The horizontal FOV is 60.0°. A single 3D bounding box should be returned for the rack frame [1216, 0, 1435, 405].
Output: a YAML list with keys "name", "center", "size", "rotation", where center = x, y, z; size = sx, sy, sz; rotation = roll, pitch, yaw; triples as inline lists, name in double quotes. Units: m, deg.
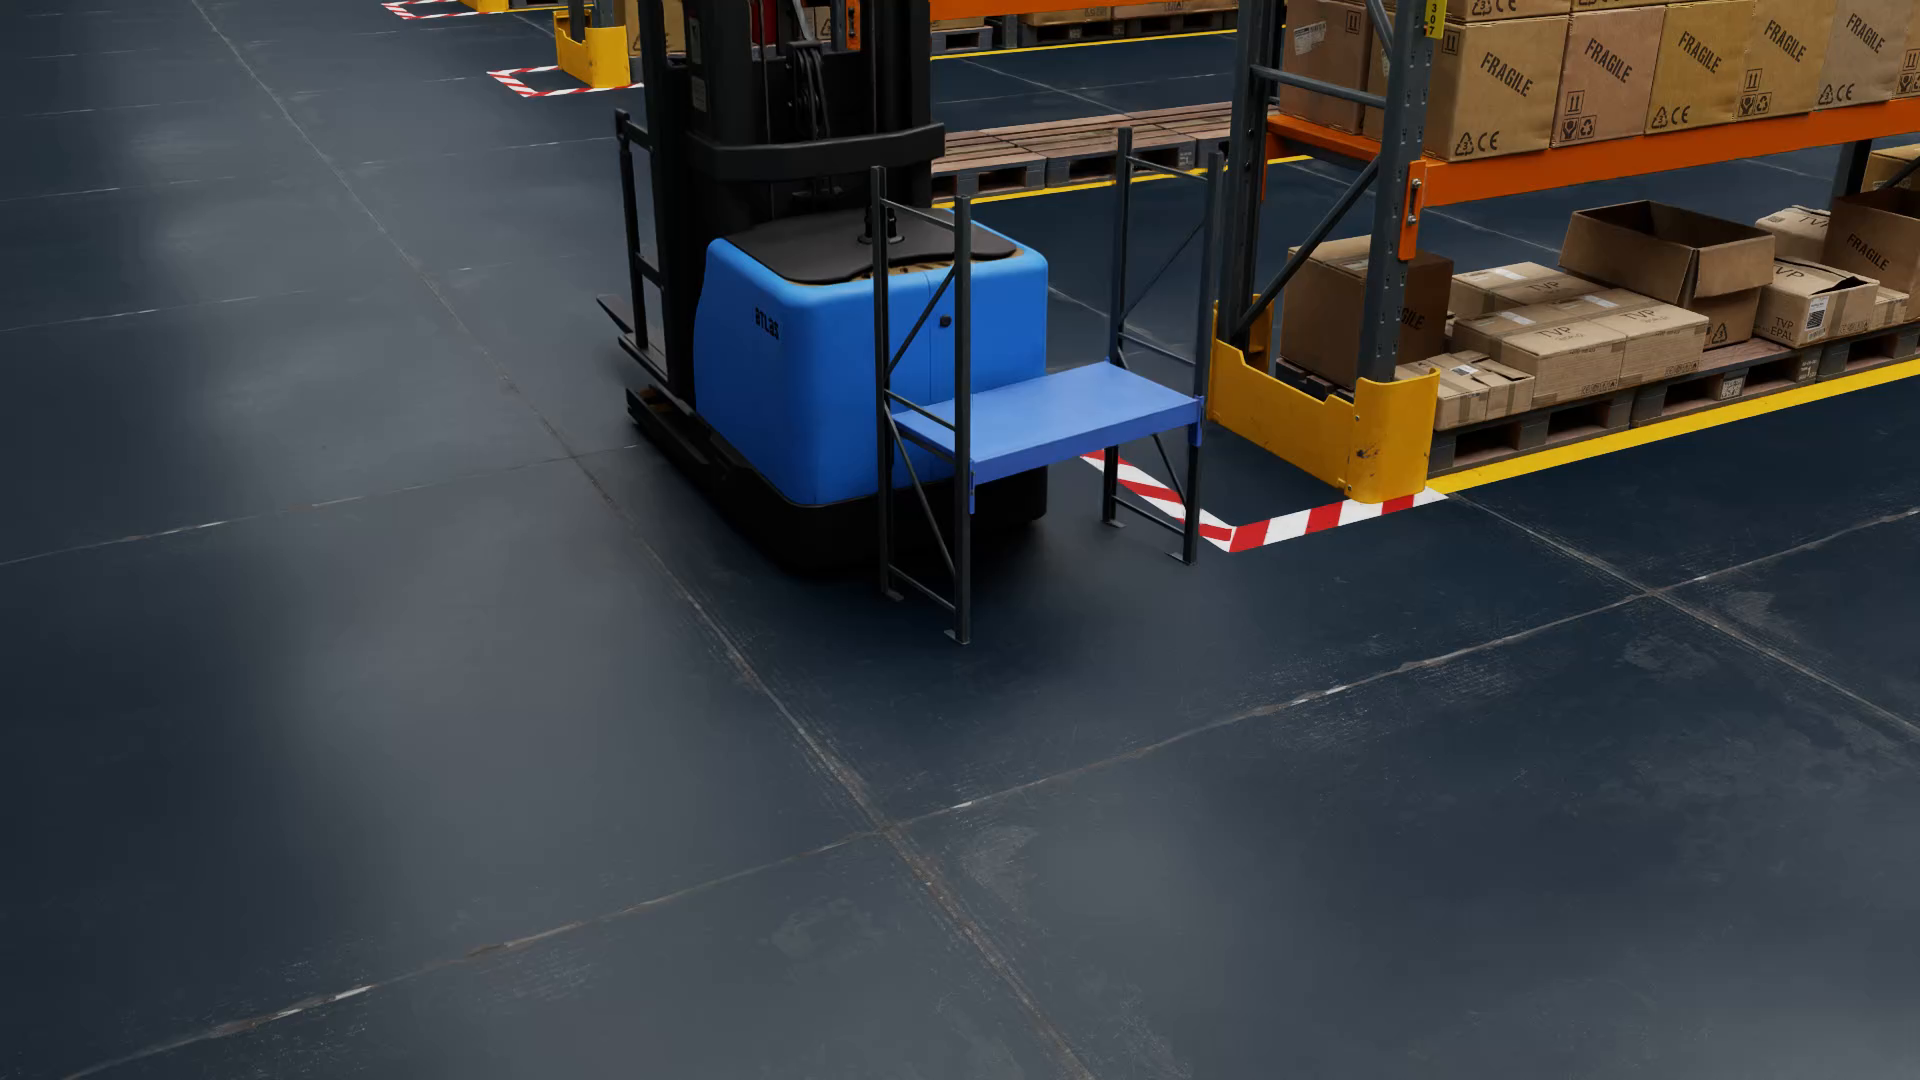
- name: "rack frame"
  center: [1.399, -1.726, 6.380]
  size: [0.127, 3.000, 1.000]
  rotation: [-13, 29, -25]

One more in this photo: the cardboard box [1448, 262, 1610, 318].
- name: "cardboard box"
  center: [2.615, -1.072, 7.686]
  size: [0.500, 0.250, 0.500]
  rotation: [-13, 29, -25]

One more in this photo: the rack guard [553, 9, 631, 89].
- name: "rack guard"
  center: [-3.281, -4.379, 14.792]
  size: [0.348, 0.500, 1.175]
  rotation: [-13, 29, -25]

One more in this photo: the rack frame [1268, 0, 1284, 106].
- name: "rack frame"
  center: [2.601, -4.433, 12.018]
  size: [0.127, 3.000, 1.000]
  rotation: [-13, 29, -25]

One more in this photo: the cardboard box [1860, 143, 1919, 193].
- name: "cardboard box"
  center: [5.229, -1.822, 8.960]
  size: [0.500, 0.500, 0.500]
  rotation: [-13, 29, -25]

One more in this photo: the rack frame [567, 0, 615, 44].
- name: "rack frame"
  center: [-3.259, -5.510, 14.261]
  size: [0.127, 3.000, 1.000]
  rotation: [-13, 29, -25]

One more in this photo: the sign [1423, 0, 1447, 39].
- name: "sign"
  center: [1.654, -1.909, 5.761]
  size: [0.005, 0.325, 0.100]
  rotation: [-13, 29, -25]

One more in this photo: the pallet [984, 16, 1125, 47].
- name: "pallet"
  center: [0.916, -5.254, 16.949]
  size: [1.213, 0.211, 1.003]
  rotation: [-13, 29, -25]

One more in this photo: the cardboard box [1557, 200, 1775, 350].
- name: "cardboard box"
  center: [3.273, -1.229, 7.721]
  size: [0.637, 0.503, 0.797]
  rotation: [-13, 29, -25]

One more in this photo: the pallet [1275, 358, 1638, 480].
- name: "pallet"
  center: [2.169, -0.647, 7.355]
  size: [1.213, 0.211, 1.003]
  rotation: [-13, 29, -25]

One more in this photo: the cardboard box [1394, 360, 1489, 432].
- name: "cardboard box"
  center: [1.930, -0.593, 6.806]
  size: [0.250, 0.149, 0.380]
  rotation: [-13, 29, -25]

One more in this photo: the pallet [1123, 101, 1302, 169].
- name: "pallet"
  center: [1.970, -3.012, 12.279]
  size: [1.213, 0.211, 1.003]
  rotation: [-13, 29, -25]

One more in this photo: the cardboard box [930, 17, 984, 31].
- name: "cardboard box"
  center: [-0.350, -5.453, 16.111]
  size: [0.875, 0.875, 0.875]
  rotation: [-13, 29, -25]

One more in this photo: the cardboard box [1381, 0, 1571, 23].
- name: "cardboard box"
  center: [1.915, -2.212, 6.120]
  size: [0.500, 0.500, 0.500]
  rotation: [-12, 28, -24]

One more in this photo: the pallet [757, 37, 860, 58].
- name: "pallet"
  center: [-1.515, -4.693, 15.780]
  size: [1.213, 0.211, 1.003]
  rotation: [-13, 29, -25]

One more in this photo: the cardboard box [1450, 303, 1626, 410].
- name: "cardboard box"
  center: [2.453, -0.789, 7.097]
  size: [0.500, 0.250, 0.500]
  rotation: [-13, 29, -25]

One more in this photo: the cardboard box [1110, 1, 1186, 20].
- name: "cardboard box"
  center: [1.613, -5.877, 16.994]
  size: [0.875, 0.875, 1.225]
  rotation: [-14, 29, -27]

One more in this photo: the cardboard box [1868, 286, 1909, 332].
- name: "cardboard box"
  center: [4.256, -1.130, 7.924]
  size: [0.250, 0.149, 0.380]
  rotation: [-13, 29, -25]

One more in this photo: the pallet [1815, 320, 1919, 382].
- name: "pallet"
  center: [4.322, -1.144, 8.390]
  size: [1.213, 0.211, 1.003]
  rotation: [-13, 29, -25]

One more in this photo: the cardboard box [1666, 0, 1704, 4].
- name: "cardboard box"
  center: [2.816, -2.421, 6.556]
  size: [0.500, 0.500, 0.500]
  rotation: [-13, 28, -24]

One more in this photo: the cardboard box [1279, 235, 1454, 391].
- name: "cardboard box"
  center: [1.763, -1.003, 7.252]
  size: [0.500, 0.500, 0.500]
  rotation: [-13, 29, -25]

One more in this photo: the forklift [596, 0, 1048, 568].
- name: "forklift"
  center: [-0.803, -1.825, 6.665]
  size: [1.130, 2.935, 3.031]
  rotation: [-13, 28, -25]

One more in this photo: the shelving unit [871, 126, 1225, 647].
- name: "shelving unit"
  center: [0.290, -0.541, 5.645]
  size: [1.048, 1.500, 0.538]
  rotation: [-17, 31, -31]

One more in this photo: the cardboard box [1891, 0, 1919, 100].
- name: "cardboard box"
  center: [4.154, -2.281, 7.419]
  size: [0.500, 0.500, 0.500]
  rotation: [-12, 28, -24]

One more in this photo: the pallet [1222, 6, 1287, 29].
- name: "pallet"
  center: [3.068, -5.751, 17.984]
  size: [1.213, 0.211, 1.003]
  rotation: [-13, 29, -25]

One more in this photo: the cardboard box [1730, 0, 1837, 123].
- name: "cardboard box"
  center: [3.253, -2.070, 6.981]
  size: [0.500, 0.500, 0.500]
  rotation: [-13, 28, -24]

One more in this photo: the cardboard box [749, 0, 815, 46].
- name: "cardboard box"
  center: [-1.929, -5.088, 15.351]
  size: [0.875, 0.875, 0.875]
  rotation: [-13, 29, -25]

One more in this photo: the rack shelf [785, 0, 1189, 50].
- name: "rack shelf"
  center: [0.836, -3.702, 11.326]
  size: [4.000, 0.370, 1.077]
  rotation: [-13, 29, -25]

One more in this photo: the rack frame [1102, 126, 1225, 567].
- name: "rack frame"
  center: [0.705, -0.669, 5.910]
  size: [0.032, 1.500, 0.500]
  rotation: [-17, 31, -31]

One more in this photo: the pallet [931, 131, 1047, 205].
- name: "pallet"
  center: [-0.183, -2.515, 11.244]
  size: [1.213, 0.211, 1.003]
  rotation: [-13, 29, -25]

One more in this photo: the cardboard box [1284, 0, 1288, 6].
- name: "cardboard box"
  center: [3.181, -6.239, 17.748]
  size: [0.875, 0.875, 1.225]
  rotation: [-14, 29, -27]

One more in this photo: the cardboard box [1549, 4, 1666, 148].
- name: "cardboard box"
  center: [2.367, -1.868, 6.560]
  size: [0.500, 0.500, 0.500]
  rotation: [-13, 29, -26]
